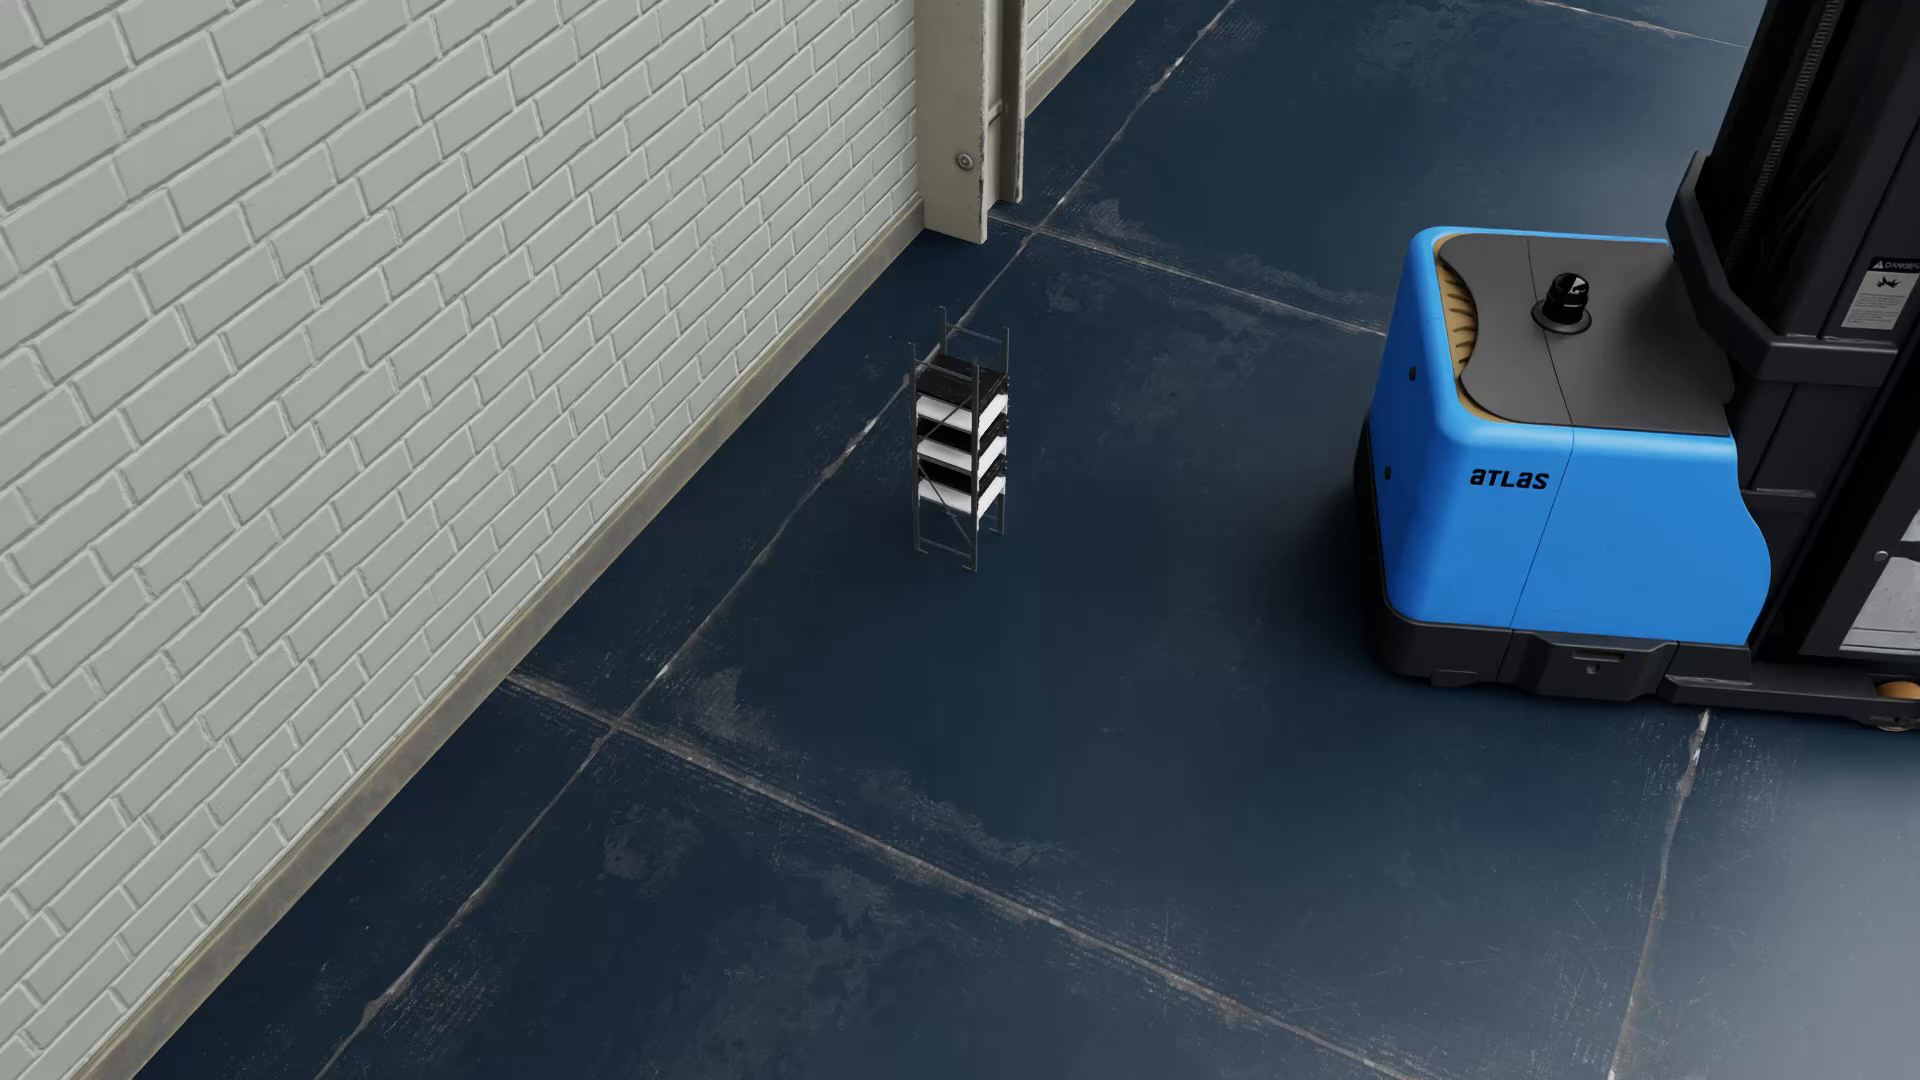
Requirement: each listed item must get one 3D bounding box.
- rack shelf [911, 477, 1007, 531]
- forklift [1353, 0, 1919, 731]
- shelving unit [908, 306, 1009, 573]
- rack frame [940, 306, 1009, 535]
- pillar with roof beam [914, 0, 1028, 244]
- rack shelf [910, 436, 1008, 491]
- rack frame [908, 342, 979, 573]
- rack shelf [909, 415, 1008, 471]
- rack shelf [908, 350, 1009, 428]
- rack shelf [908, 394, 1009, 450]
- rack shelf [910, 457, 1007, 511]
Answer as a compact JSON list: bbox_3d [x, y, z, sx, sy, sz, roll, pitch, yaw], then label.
[{"bbox_3d":[-0.004,-0.161,5.577,0.258,0.077,0.200,20,49,19],"label":"rack shelf"},{"bbox_3d":[2.859,-0.823,4.502,3.031,2.935,1.130,4,45,4],"label":"forklift"},{"bbox_3d":[-0.004,-0.311,5.425,0.258,0.900,0.210,20,49,19],"label":"shelving unit"},{"bbox_3d":[0.043,-0.375,5.488,0.240,0.900,0.006,20,49,19],"label":"rack frame"},{"bbox_3d":[3.858,-3.156,2.543,9.100,9.000,0.400,20,49,19],"label":"pillar with roof beam"},{"bbox_3d":[-0.004,-0.288,5.449,0.258,0.077,0.200,20,49,19],"label":"rack shelf"},{"bbox_3d":[-0.051,-0.247,5.362,0.240,0.900,0.006,20,49,19],"label":"rack frame"},{"bbox_3d":[-0.004,-0.351,5.385,0.258,0.077,0.200,20,49,19],"label":"rack shelf"},{"bbox_3d":[-0.004,-0.478,5.257,0.258,0.077,0.200,20,49,19],"label":"rack shelf"},{"bbox_3d":[-0.004,-0.414,5.321,0.258,0.077,0.200,20,49,19],"label":"rack shelf"},{"bbox_3d":[-0.004,-0.225,5.513,0.258,0.077,0.200,20,49,19],"label":"rack shelf"}]
